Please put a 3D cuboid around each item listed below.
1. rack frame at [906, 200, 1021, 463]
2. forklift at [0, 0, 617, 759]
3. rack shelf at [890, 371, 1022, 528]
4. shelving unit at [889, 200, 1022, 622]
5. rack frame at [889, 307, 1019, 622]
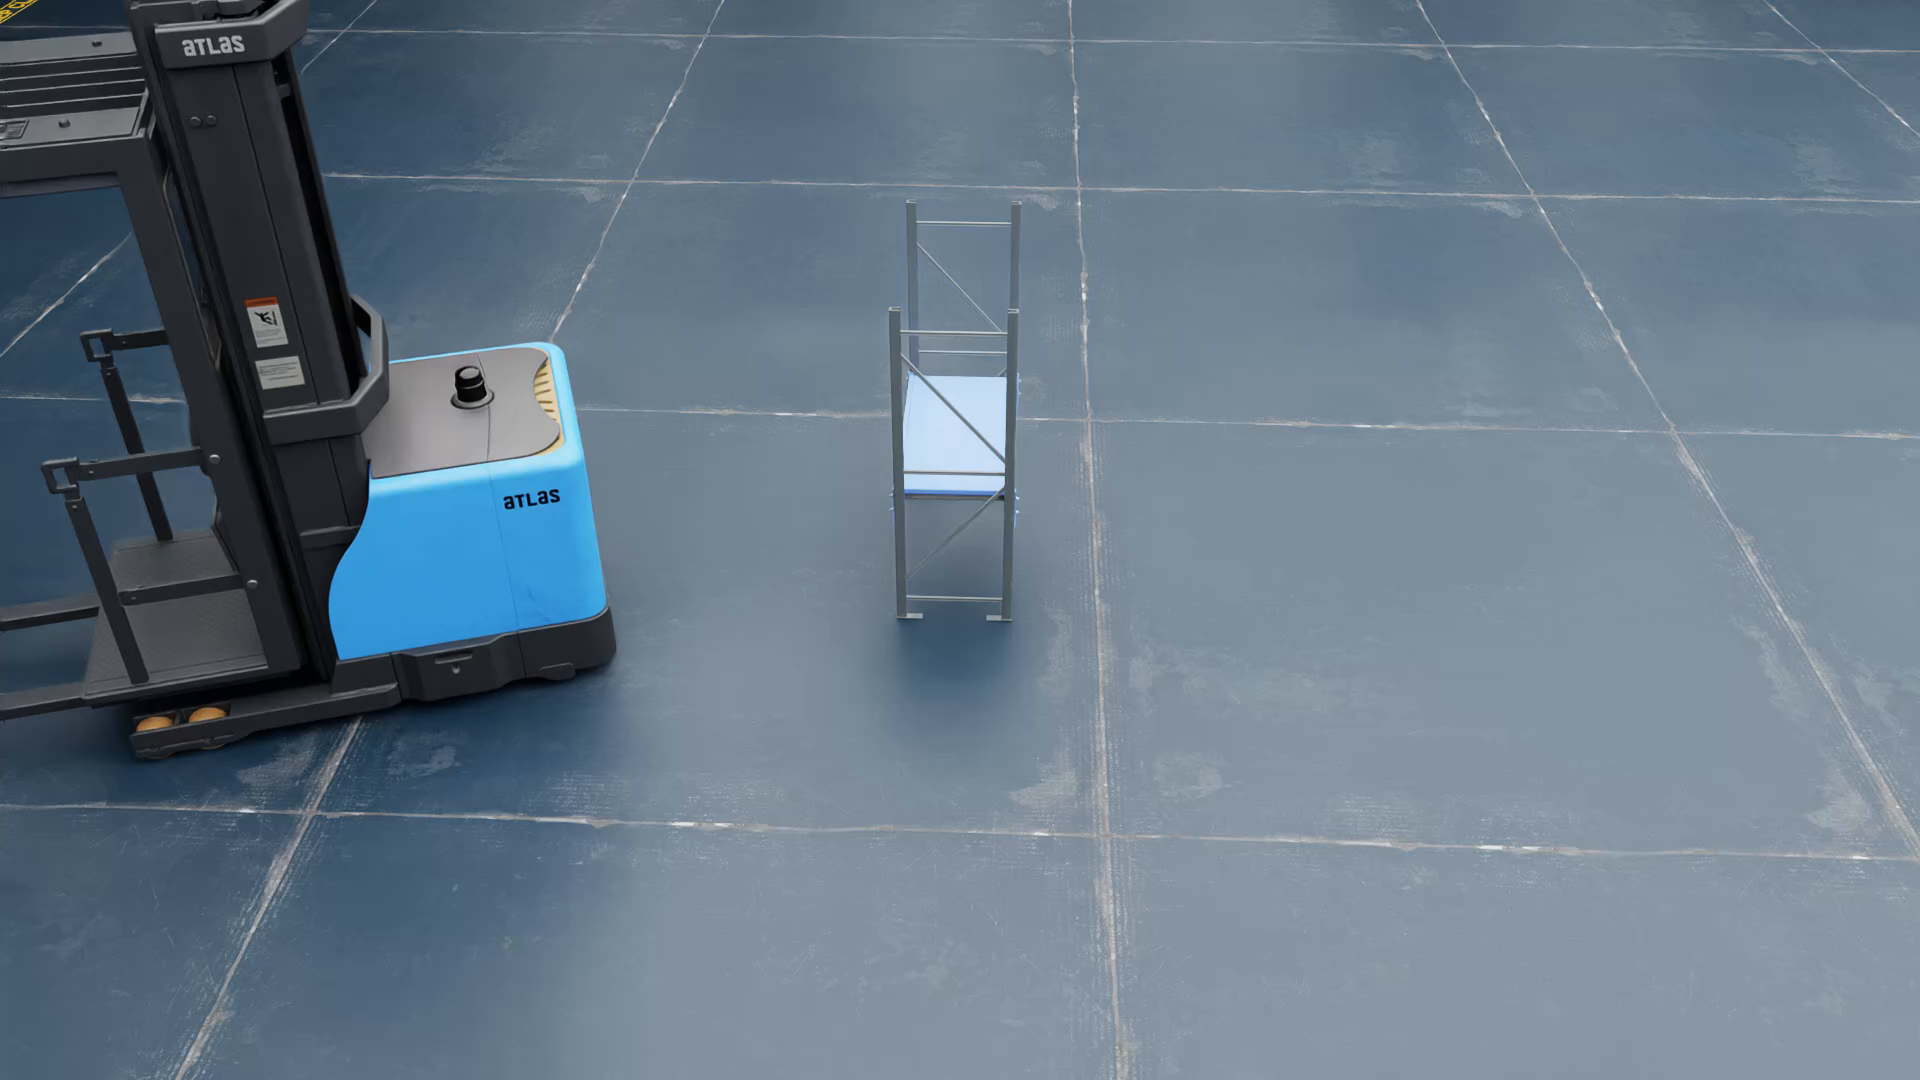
[{"bbox_3d":[0.017,-0.857,7.665,0.500,1.500,0.032,1,35,2],"label":"rack frame"},{"bbox_3d":[-3.015,-0.681,6.169,3.031,2.935,1.130,-9,36,-13],"label":"forklift"},{"bbox_3d":[-0.003,-0.417,7.352,0.538,0.185,1.000,1,35,2],"label":"rack shelf"},{"bbox_3d":[-0.003,-0.565,7.249,0.538,1.500,1.048,1,35,2],"label":"shelving unit"},{"bbox_3d":[-0.024,-0.273,6.833,0.500,1.500,0.032,1,35,2],"label":"rack frame"}]
